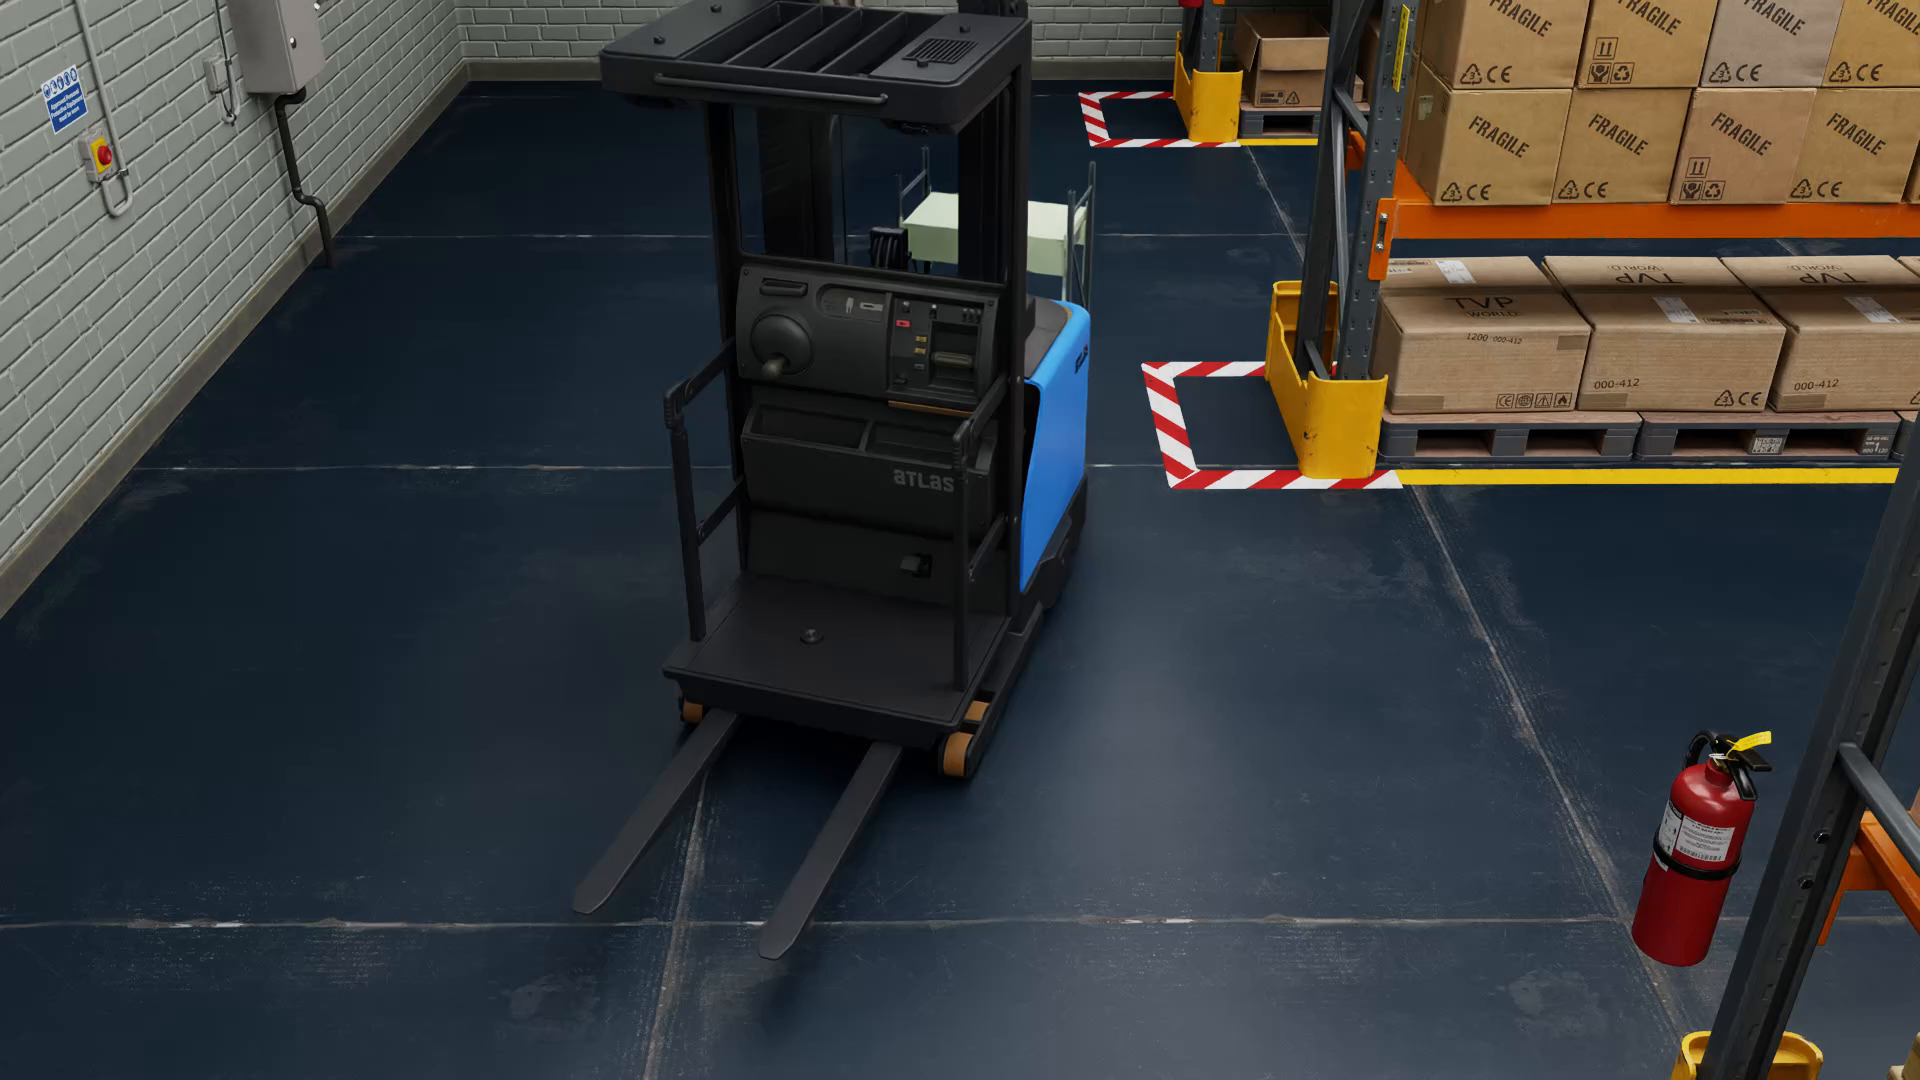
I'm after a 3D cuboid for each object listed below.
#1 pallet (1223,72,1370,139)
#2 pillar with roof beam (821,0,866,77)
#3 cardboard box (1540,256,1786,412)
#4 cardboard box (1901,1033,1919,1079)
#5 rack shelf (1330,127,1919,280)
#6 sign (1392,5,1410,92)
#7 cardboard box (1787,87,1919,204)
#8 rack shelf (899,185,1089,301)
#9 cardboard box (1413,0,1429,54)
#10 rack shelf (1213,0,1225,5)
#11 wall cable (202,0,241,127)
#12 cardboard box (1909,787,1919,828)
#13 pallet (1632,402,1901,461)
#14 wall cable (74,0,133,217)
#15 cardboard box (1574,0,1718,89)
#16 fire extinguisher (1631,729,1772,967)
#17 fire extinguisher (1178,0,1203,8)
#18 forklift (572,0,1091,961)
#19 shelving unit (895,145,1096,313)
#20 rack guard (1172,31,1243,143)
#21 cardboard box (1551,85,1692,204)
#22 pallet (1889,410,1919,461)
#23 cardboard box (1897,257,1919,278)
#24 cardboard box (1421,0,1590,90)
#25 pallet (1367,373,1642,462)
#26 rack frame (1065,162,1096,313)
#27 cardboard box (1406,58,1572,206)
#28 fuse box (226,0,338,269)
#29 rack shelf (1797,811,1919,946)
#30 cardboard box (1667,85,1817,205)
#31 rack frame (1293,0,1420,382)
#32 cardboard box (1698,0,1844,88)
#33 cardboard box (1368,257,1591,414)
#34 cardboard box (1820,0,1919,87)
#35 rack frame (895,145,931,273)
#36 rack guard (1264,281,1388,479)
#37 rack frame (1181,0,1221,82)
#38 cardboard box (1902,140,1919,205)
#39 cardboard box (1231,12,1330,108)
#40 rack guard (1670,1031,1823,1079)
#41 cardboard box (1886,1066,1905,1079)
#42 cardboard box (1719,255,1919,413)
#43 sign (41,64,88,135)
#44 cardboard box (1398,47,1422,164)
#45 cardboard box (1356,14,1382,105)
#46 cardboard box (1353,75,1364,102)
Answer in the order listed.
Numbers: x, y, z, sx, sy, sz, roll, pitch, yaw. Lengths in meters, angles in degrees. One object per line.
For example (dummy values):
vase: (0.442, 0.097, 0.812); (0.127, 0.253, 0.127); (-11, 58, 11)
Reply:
pallet: (2.622, -3.254, 12.411); (1.213, 0.211, 1.003); (0, 31, 0)
pillar with roof beam: (-0.927, -5.234, 7.202); (0.400, 9.000, 9.100); (0, 31, 0)
cardboard box: (3.357, -1.014, 8.095); (0.875, 0.438, 0.875); (1, 31, 1)
cardboard box: (2.441, 1.350, 3.903); (0.250, 0.149, 0.380); (0, 31, 0)
rack shelf: (3.782, -1.567, 7.635); (4.000, 0.370, 1.077); (0, 31, 0)
sign: (1.780, -1.985, 6.719); (0.005, 0.325, 0.100); (0, 31, 0)
cardboard box: (3.779, -1.783, 7.200); (0.500, 0.500, 0.500); (1, 31, 1)
rack shelf: (0.152, -1.234, 7.086); (0.720, 0.370, 0.431); (9, 32, 15)
cardboard box: (2.263, -2.464, 7.359); (0.500, 0.500, 0.500); (1, 31, 1)
rack shelf: (3.749, -4.142, 11.879); (4.000, 0.370, 1.077); (0, 31, 0)
wall cable: (-3.876, -3.009, 8.338); (0.122, 1.984, 0.588); (0, 31, 0)
cardboard box: (2.238, 0.658, 3.515); (0.250, 0.149, 0.380); (0, 31, 0)
pallet: (3.798, -0.722, 8.236); (1.213, 0.211, 1.003); (0, 31, 0)
wall cable: (-3.856, -2.287, 7.118); (0.123, 1.953, 0.585); (0, 31, 0)
cardboard box: (2.781, -2.198, 6.921); (0.500, 0.500, 0.500); (-1, 31, -2)
fire extinguisher: (1.659, 0.652, 3.717); (0.183, 0.674, 0.296); (0, 31, 0)
fire extinguisher: (1.605, -4.011, 11.403); (0.183, 0.674, 0.296); (0, 31, 0)
forklift: (-0.388, -0.647, 5.490); (1.130, 2.935, 3.031); (9, 32, 15)
shelving unit: (0.152, -0.901, 7.289); (0.755, 1.500, 0.431); (9, 32, 15)
rack guard: (1.825, -3.375, 12.331); (0.348, 0.500, 1.175); (0, 31, 0)
cardboard box: (2.770, -1.780, 7.196); (0.500, 0.500, 0.500); (-1, 31, -1)
pallet: (5.022, -0.727, 8.245); (1.213, 0.211, 1.003); (0, 31, 0)
cardboard box: (5.154, -1.019, 8.103); (0.875, 0.438, 0.875); (-1, 31, -1)
cardboard box: (2.264, -2.193, 6.912); (0.500, 0.500, 0.500); (-1, 31, -1)
pallet: (2.582, -0.720, 8.233); (1.213, 0.211, 1.003); (0, 31, 0)
rack frame: (0.501, -0.845, 7.197); (0.023, 1.500, 0.400); (9, 32, 15)
cardboard box: (2.264, -1.764, 7.169); (0.500, 0.500, 0.500); (0, 31, -1)
fuse box: (-3.723, -2.378, 9.520); (0.414, 1.711, 0.539); (0, 31, 0)
rack shelf: (3.913, 1.000, 3.404); (4.000, 0.370, 1.077); (0, 31, 0)
cardboard box: (3.279, -1.772, 7.183); (0.500, 0.500, 0.500); (0, 31, -1)
rack frame: (1.782, -1.869, 7.438); (0.127, 3.000, 1.000); (0, 31, 0)
cardboard box: (3.296, -2.204, 6.930); (0.500, 0.500, 0.500); (0, 31, -1)
cardboard box: (2.442, -1.007, 8.083); (0.875, 0.438, 0.875); (-1, 31, -2)
cardboard box: (3.794, -2.206, 6.933); (0.500, 0.500, 0.500); (0, 31, 0)
rack frame: (-0.198, -0.957, 7.381); (0.023, 1.500, 0.400); (9, 32, 15)
rack guard: (1.758, -0.800, 8.087); (0.348, 0.500, 1.175); (0, 31, 0)
rack frame: (1.749, -4.443, 11.682); (0.127, 3.000, 1.000); (0, 31, 0)
cardboard box: (4.303, -1.776, 7.190); (0.500, 0.500, 0.500); (-1, 31, -1)
cardboard box: (2.361, -3.508, 12.143); (0.637, 0.503, 0.797); (-1, 31, -2)
rack guard: (1.989, 1.767, 3.856); (0.348, 0.500, 1.175); (0, 31, 0)
cardboard box: (2.439, 1.461, 4.007); (0.250, 0.149, 0.380); (-1, 31, -2)
cardboard box: (4.259, -1.016, 8.098); (0.875, 0.438, 0.875); (-1, 31, -2)
sign: (-3.917, -1.929, 7.278); (0.001, 0.218, 0.327); (0, 31, 0)
cardboard box: (2.263, -2.050, 7.641); (0.500, 0.500, 0.500); (0, 31, 0)
cardboard box: (3.216, -3.490, 12.115); (0.500, 0.500, 0.700); (1, 31, 2)
cardboard box: (2.786, -3.338, 12.204); (0.250, 0.149, 0.380); (-1, 31, -2)
